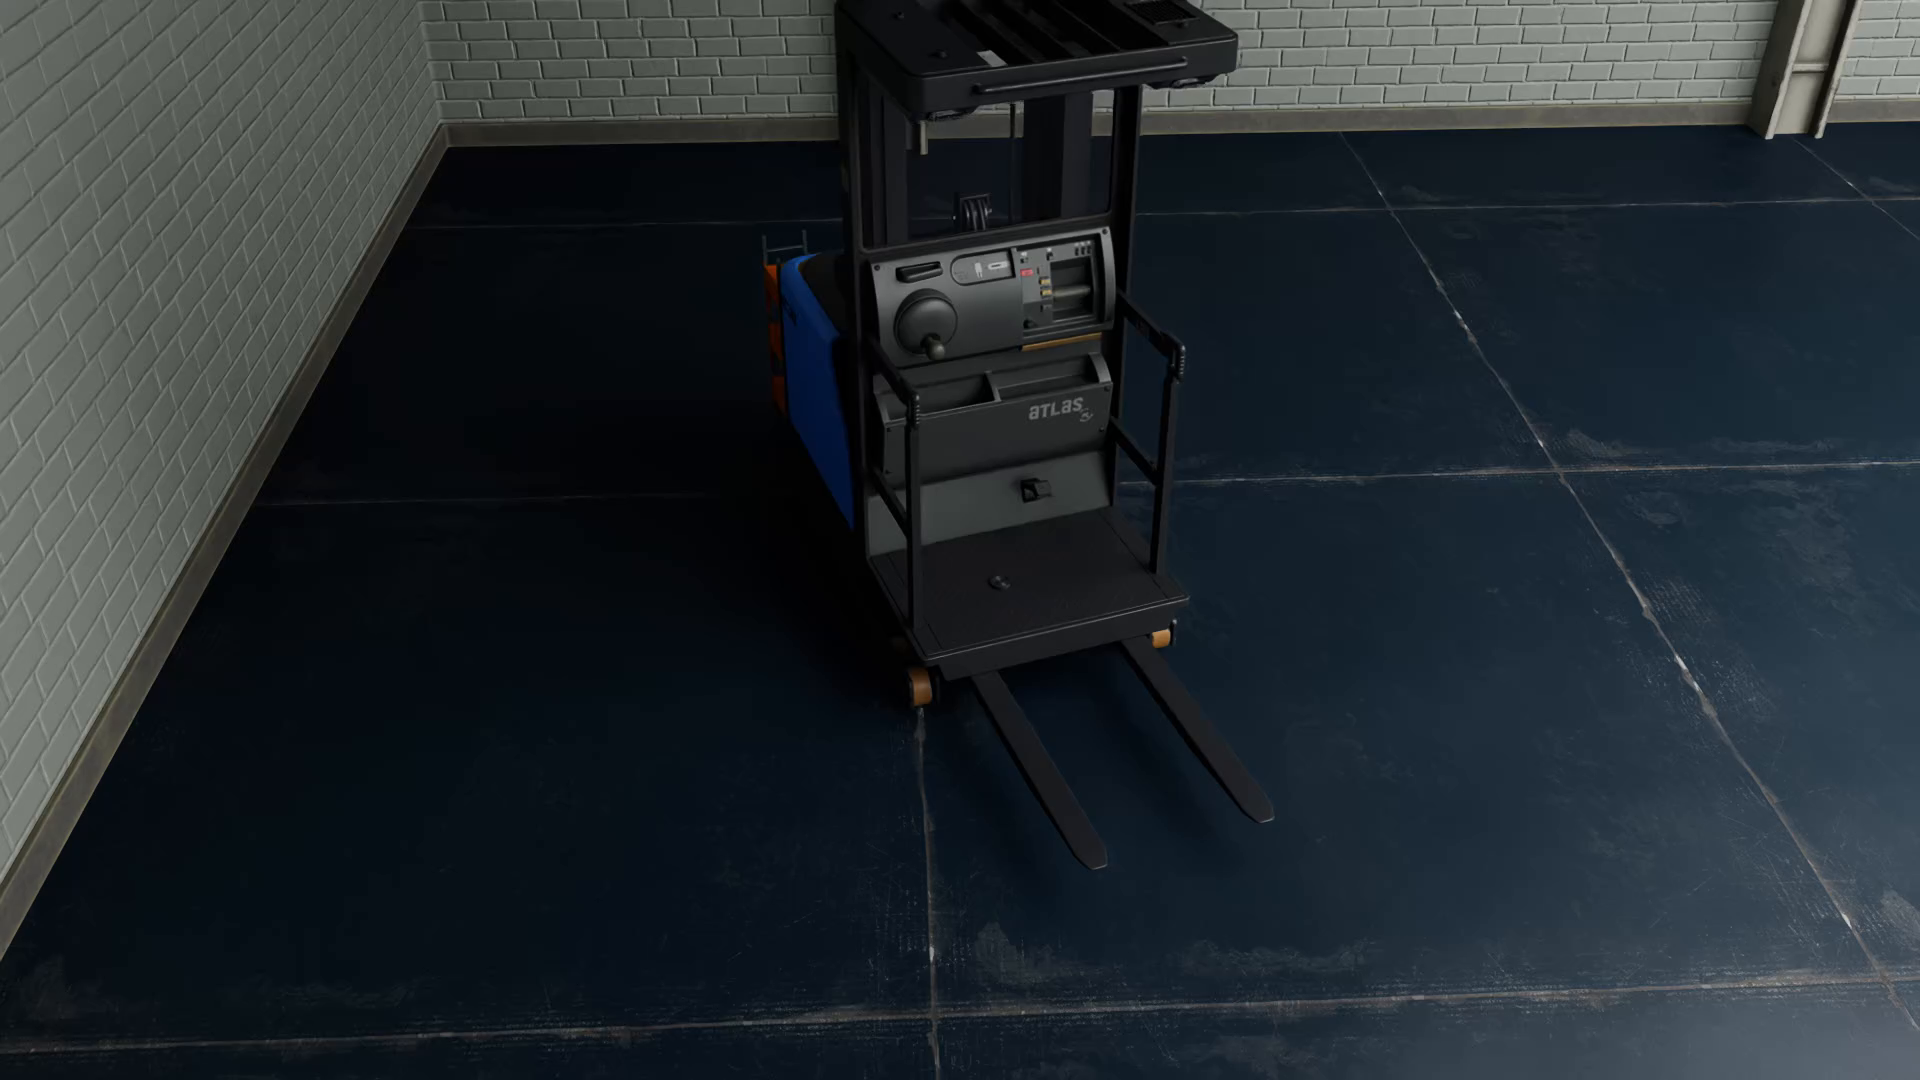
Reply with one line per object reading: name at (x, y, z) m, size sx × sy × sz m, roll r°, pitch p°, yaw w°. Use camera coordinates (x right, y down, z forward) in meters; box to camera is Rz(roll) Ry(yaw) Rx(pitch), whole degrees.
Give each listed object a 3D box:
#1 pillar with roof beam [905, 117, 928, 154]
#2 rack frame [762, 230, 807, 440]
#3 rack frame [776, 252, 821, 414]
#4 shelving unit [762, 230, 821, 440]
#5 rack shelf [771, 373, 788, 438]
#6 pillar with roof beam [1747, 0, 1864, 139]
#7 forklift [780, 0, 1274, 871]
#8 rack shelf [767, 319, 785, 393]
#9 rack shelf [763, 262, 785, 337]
pillar with roof beam at (-0.214, -3.869, 4.932) m, size 0.400 × 9.000 × 9.100 m, roll -2°, pitch 35°, yaw -2°
rack frame at (-0.781, -0.928, 7.669) m, size 0.200 × 1.050 × 0.008 m, roll -12°, pitch 36°, yaw -16°
rack frame at (-0.697, -0.798, 7.480) m, size 0.200 × 1.050 × 0.008 m, roll -12°, pitch 36°, yaw -16°
shelving unit at (-0.739, -0.863, 7.575) m, size 0.215 × 1.050 × 0.252 m, roll -12°, pitch 36°, yaw -16°
rack shelf at (-0.739, -0.626, 7.739) m, size 0.215 × 0.259 × 0.240 m, roll -12°, pitch 36°, yaw -16°
pillar with roof beam at (5.780, -4.030, 5.166) m, size 0.400 × 9.000 × 9.100 m, roll -2°, pitch 35°, yaw -2°
forklift at (0.205, -0.837, 5.885) m, size 1.130 × 2.935 × 3.031 m, roll -12°, pitch 36°, yaw -17°
rack shelf at (-0.739, -0.854, 7.581) m, size 0.215 × 0.259 × 0.240 m, roll -12°, pitch 36°, yaw -16°
rack shelf at (-0.739, -1.088, 7.419) m, size 0.215 × 0.259 × 0.240 m, roll -12°, pitch 36°, yaw -16°
